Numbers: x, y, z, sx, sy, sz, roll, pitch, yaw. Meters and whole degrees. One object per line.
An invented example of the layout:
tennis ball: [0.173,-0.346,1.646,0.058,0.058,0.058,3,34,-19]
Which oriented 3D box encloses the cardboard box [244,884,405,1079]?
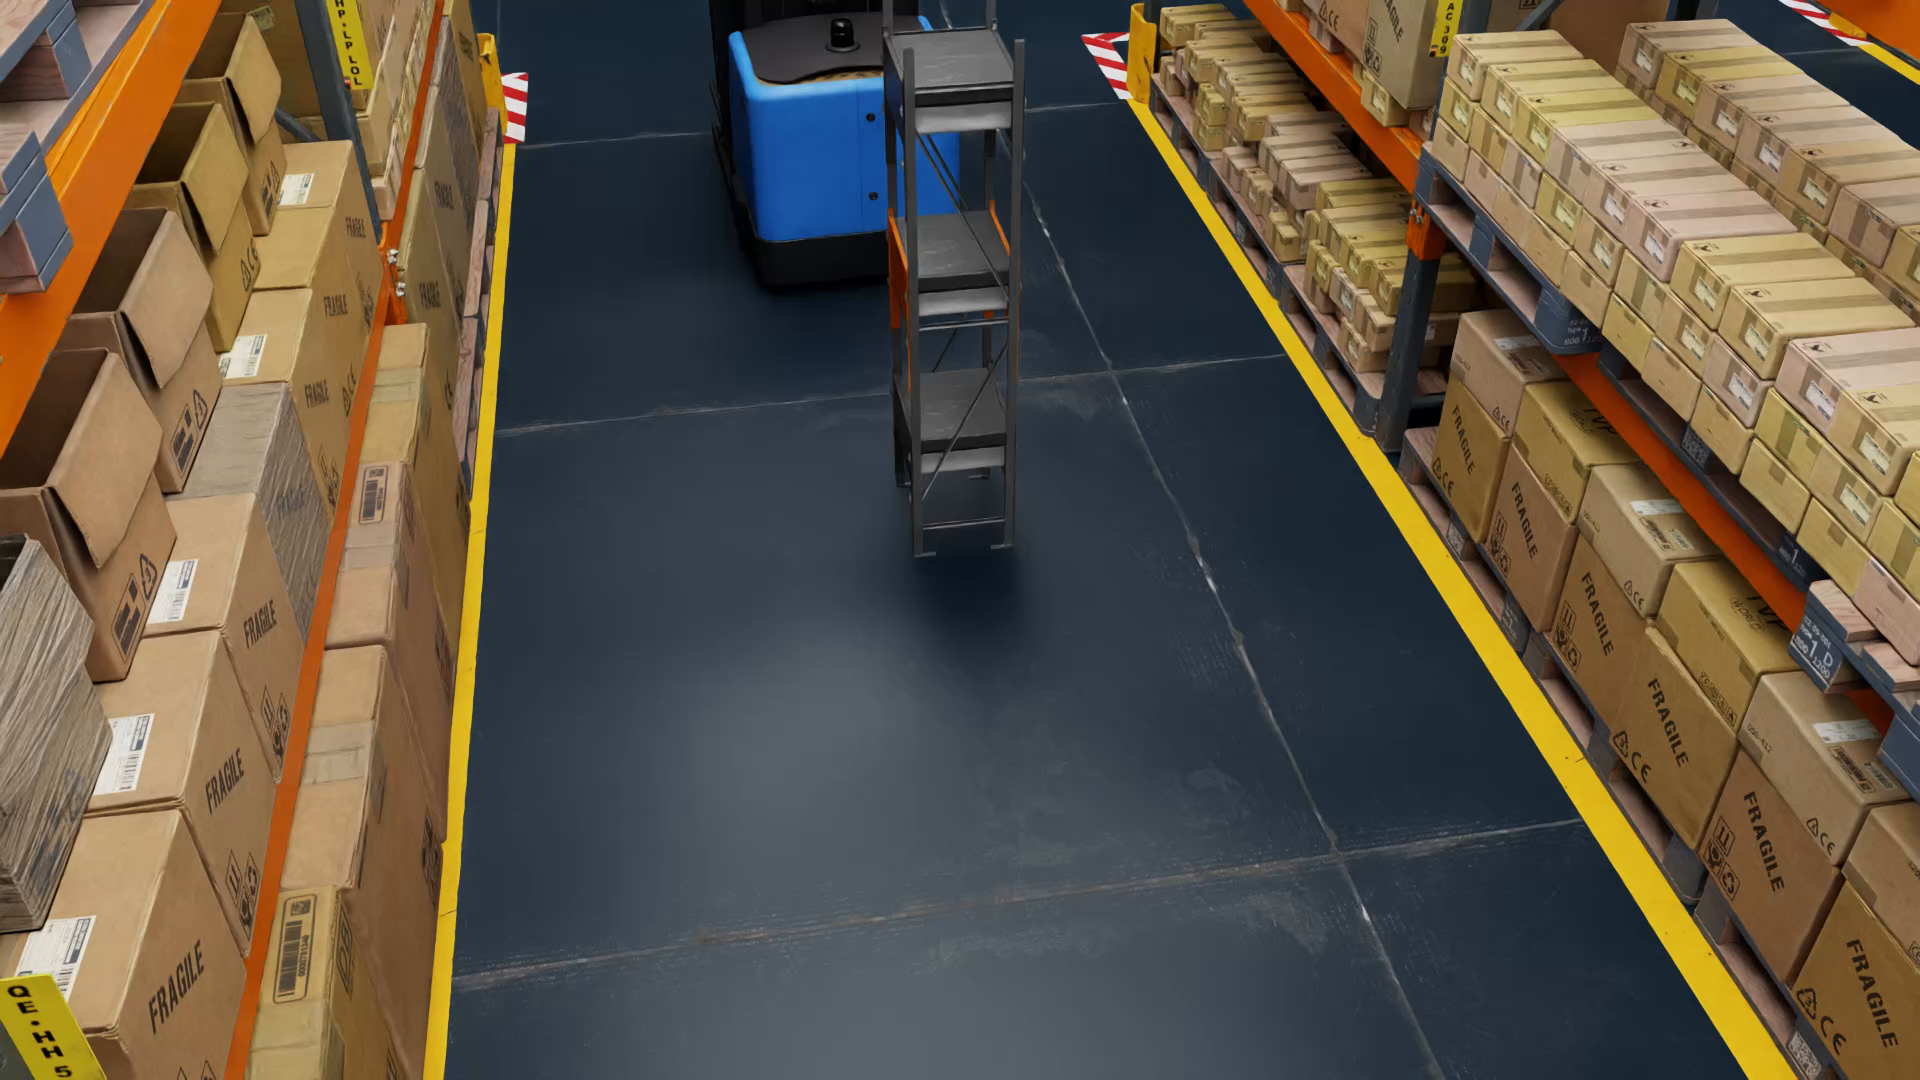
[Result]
cardboard box: [-1.977,1.495,3.770,1.225,0.875,0.875,-8,39,-10]

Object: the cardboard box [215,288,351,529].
cardboard box: [-2.049,-0.347,4.670,0.500,0.500,0.500,-7,38,-8]

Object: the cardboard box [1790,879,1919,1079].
cardboard box: [2.651,1.220,4.430,0.500,0.500,0.500,-6,38,-8]

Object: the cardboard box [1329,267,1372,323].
cardboard box: [1.895,-1.123,7.490,0.380,0.149,0.250,-8,39,-10]

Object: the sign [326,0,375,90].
sign: [-2.046,-1.665,5.570,0.100,0.325,0.005,-6,38,-8]

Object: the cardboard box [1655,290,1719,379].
cardboard box: [2.215,-0.600,4.697,0.380,0.149,0.250,-7,38,-9]

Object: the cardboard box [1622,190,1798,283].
cardboard box: [2.167,-0.881,4.817,0.380,0.149,0.250,-5,38,-6]

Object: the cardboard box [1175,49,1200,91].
cardboard box: [1.453,-2.706,9.527,0.380,0.149,0.250,-6,38,-8]

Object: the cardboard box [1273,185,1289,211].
cardboard box: [1.792,-1.761,8.311,0.380,0.149,0.250,-8,39,-10]

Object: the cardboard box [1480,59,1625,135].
cardboard box: [1.994,-1.494,5.606,0.380,0.149,0.250,-5,38,-7]

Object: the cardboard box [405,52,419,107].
cardboard box: [-2.488,-1.921,6.983,0.380,0.149,0.250,-7,38,-9]

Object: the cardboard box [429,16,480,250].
cardboard box: [-2.929,-1.990,8.257,0.875,0.875,0.875,-6,38,-8]

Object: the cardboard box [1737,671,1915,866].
cardboard box: [2.547,0.605,4.611,0.500,0.250,0.500,-6,38,-7]

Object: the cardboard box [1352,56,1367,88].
cardboard box: [1.902,-2.008,7.094,0.380,0.149,0.250,-5,38,-6]

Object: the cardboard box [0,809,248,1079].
cardboard box: [-1.694,0.878,3.093,0.500,0.500,0.500,-5,38,-7]

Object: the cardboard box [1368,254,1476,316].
cardboard box: [2.004,-1.110,7.230,0.380,0.149,0.250,-5,38,-7]

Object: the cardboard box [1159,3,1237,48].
cardboard box: [1.379,-2.986,9.645,0.380,0.149,0.250,-8,39,-10]

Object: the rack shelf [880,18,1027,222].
rack shelf: [-0.029,-1.471,5.813,0.431,0.518,0.480,-6,38,-8]

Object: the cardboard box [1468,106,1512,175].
cardboard box: [1.986,-1.388,5.712,0.380,0.149,0.250,-7,38,-9]

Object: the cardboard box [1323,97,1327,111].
cardboard box: [2.191,-2.308,9.015,0.380,0.149,0.250,-6,38,-7]

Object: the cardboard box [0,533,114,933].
cardboard box: [-1.989,0.362,2.940,0.797,0.503,0.637,-5,38,-6]

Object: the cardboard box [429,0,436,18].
cardboard box: [-2.666,-2.539,7.778,0.380,0.149,0.250,-6,38,-8]

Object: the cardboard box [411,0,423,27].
cardboard box: [-2.660,-2.457,7.348,0.500,0.250,0.500,-6,38,-8]

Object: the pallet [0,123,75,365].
pallet: [-2.042,-0.252,2.339,1.213,0.211,1.003,-5,38,-6]

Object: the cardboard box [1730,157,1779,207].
cardboard box: [2.727,-1.139,5.391,0.380,0.149,0.250,-7,38,-9]

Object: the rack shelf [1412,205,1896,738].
rack shelf: [2.673,-0.156,5.092,1.077,0.370,4.000,-6,38,-8]

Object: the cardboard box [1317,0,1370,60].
cardboard box: [1.870,-2.380,7.045,0.500,0.500,0.500,-7,38,-9]

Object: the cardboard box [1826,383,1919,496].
cardboard box: [2.349,-0.251,4.006,0.380,0.149,0.250,-5,38,-7]

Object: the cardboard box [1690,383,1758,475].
cardboard box: [2.265,-0.322,4.582,0.380,0.149,0.250,-5,38,-7]

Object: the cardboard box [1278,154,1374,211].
cardboard box: [1.763,-1.728,8.026,0.380,0.149,0.250,-8,39,-10]

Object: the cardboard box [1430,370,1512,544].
cardboard box: [2.191,-0.352,6.453,0.500,0.500,0.500,-5,38,-6]

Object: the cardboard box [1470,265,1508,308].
cardboard box: [2.466,-1.153,7.286,0.380,0.149,0.250,-5,38,-6]

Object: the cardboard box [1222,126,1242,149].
cardboard box: [1.650,-2.144,9.047,0.380,0.149,0.250,-6,38,-8]

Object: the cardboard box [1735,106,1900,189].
cardboard box: [2.723,-1.251,5.293,0.380,0.149,0.250,-6,38,-8]

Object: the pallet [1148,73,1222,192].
pallet: [1.742,-2.422,9.696,1.003,0.211,1.213,-6,38,-8]

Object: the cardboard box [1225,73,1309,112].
cardboard box: [1.628,-2.357,8.835,0.380,0.149,0.250,-5,38,-6]

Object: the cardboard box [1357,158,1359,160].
cardboard box: [2.216,-2.033,8.903,0.380,0.149,0.250,-6,38,-7]

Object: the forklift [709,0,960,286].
forklift: [-0.816,-3.303,8.664,1.129,2.867,3.031,-8,39,-10]

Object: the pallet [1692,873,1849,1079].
pallet: [2.889,1.397,4.779,1.003,0.211,1.213,-6,38,-8]

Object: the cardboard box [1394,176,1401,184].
cardboard box: [2.351,-1.791,8.107,0.380,0.149,0.250,-5,38,-7]

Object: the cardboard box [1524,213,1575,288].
cardboard box: [2.076,-0.957,5.399,0.380,0.149,0.250,-6,38,-7]

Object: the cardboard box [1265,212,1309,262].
cardboard box: [1.737,-1.513,8.234,0.380,0.149,0.250,-6,38,-8]

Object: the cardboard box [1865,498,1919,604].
cardboard box: [2.392,0.015,3.906,0.380,0.149,0.250,-5,38,-7]

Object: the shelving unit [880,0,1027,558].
shelving unit: [-0.029,-0.929,6.235,0.431,2.100,0.503,-6,38,-8]

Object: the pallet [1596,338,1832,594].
pallet: [2.637,-0.347,4.908,1.003,0.211,1.213,-6,38,-8]

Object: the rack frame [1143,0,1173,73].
rack frame: [1.622,-4.064,9.536,1.000,3.000,0.127,-6,38,-8]

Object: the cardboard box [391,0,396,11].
cardboard box: [-2.585,-2.458,6.738,0.500,0.500,0.500,-7,38,-9]
